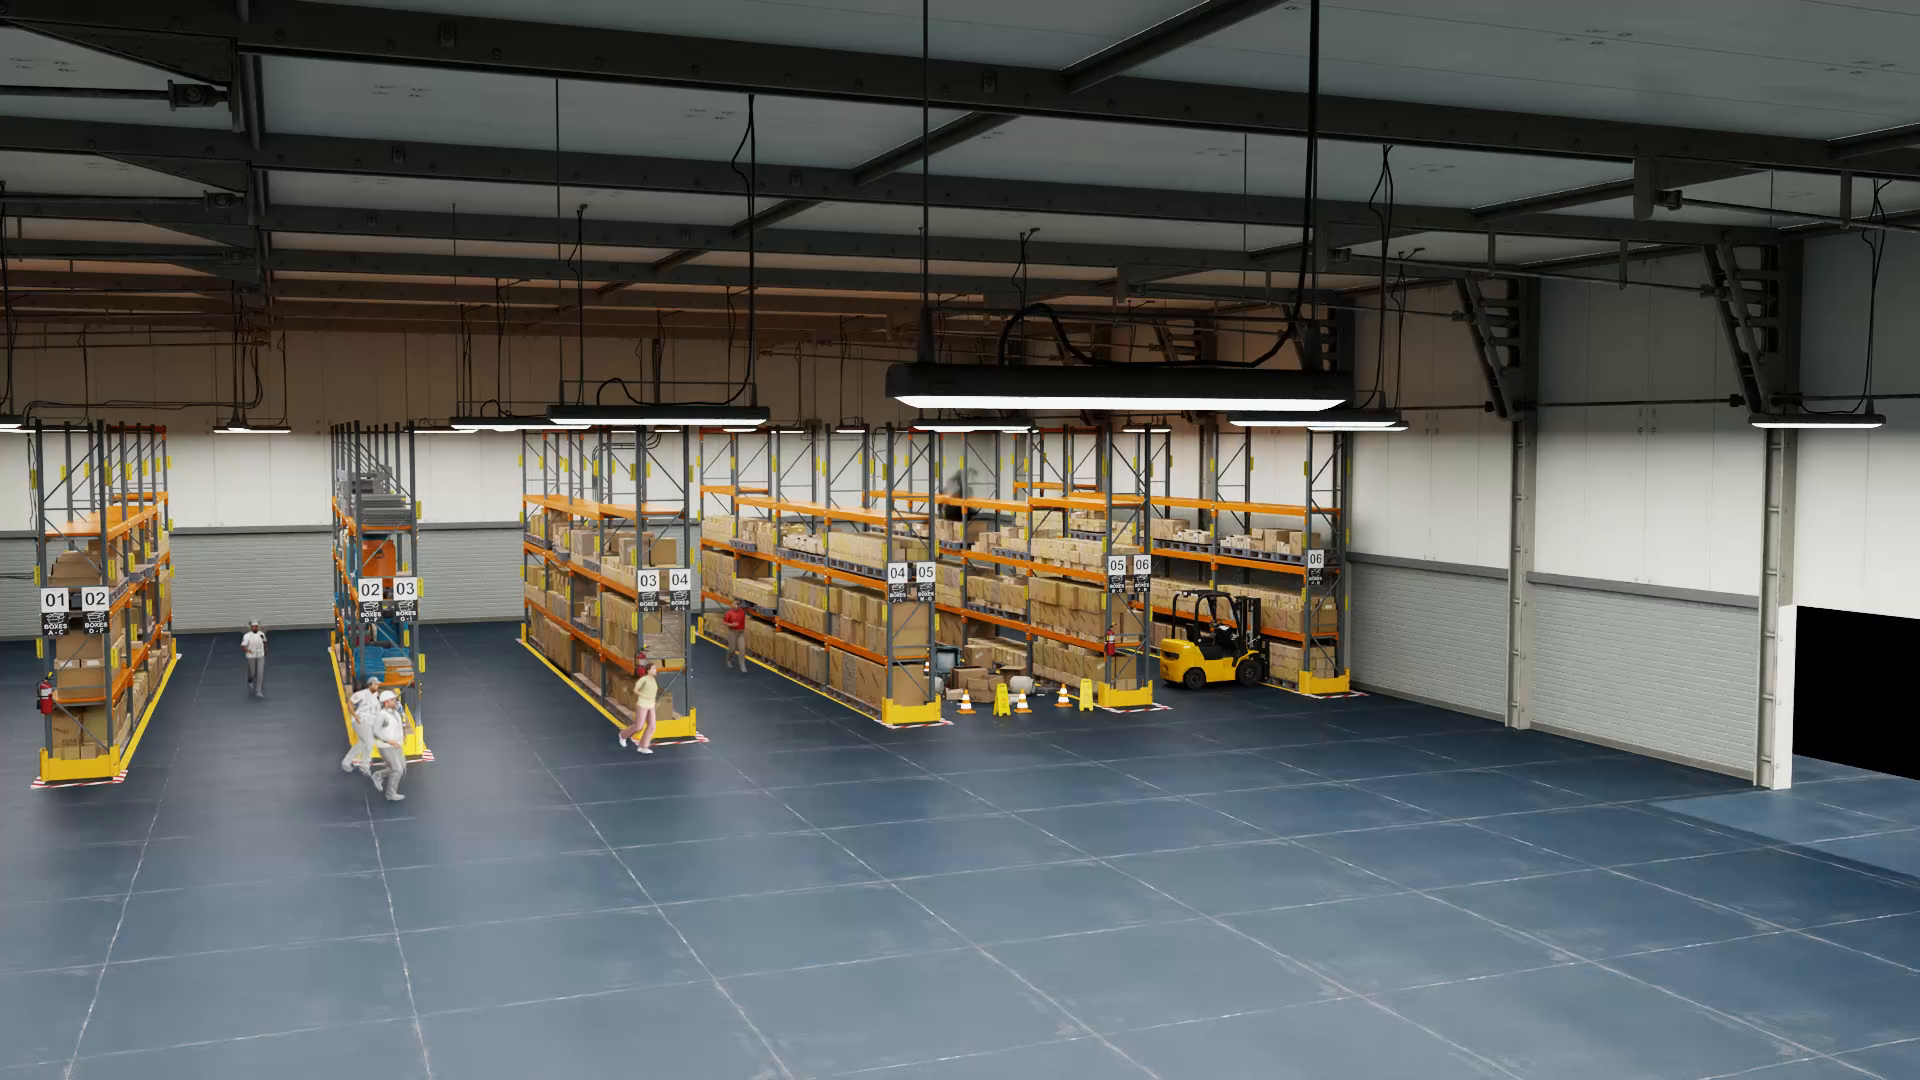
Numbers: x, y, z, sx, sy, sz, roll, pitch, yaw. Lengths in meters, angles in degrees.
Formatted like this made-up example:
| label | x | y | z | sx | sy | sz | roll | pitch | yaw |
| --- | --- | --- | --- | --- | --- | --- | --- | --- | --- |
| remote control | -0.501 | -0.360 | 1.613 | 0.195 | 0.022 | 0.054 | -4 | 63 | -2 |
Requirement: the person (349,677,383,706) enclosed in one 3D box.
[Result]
| label | x | y | z | sx | sy | sz | roll | pitch | yaw |
| --- | --- | --- | --- | --- | --- | --- | --- | --- | --- |
| person | -10.085 | 2.707 | 28.360 | 0.458 | 0.733 | 0.562 | 1 | 4 | 13 |

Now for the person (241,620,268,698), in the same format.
| label | x | y | z | sx | sy | sz | roll | pitch | yaw |
| --- | --- | --- | --- | --- | --- | --- | --- | --- | --- |
| person | -15.541 | 2.599 | 36.683 | 0.579 | 1.680 | 0.851 | -2 | 4 | -35 |

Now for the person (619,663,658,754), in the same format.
| label | x | y | z | sx | sy | sz | roll | pitch | yaw |
| --- | --- | --- | --- | --- | --- | --- | --- | --- | --- |
| person | -5.756 | 3.032 | 30.279 | 0.822 | 1.605 | 0.636 | 2 | 4 | 32 |

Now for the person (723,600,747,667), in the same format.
| label | x | y | z | sx | sy | sz | roll | pitch | yaw |
| --- | --- | --- | --- | --- | --- | --- | --- | --- | --- |
| person | -5.448 | 2.261 | 40.398 | 0.670 | 1.622 | 0.787 | -2 | 4 | -28 |

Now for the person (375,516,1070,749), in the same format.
| label | x | y | z | sx | sy | sz | roll | pitch | yaw |
| --- | --- | --- | --- | --- | --- | --- | --- | --- | --- |
| person | -2.990 | 1.309 | 36.933 | 9.459 | 2.620 | 23.720 | 0 | 4 | 7 |
